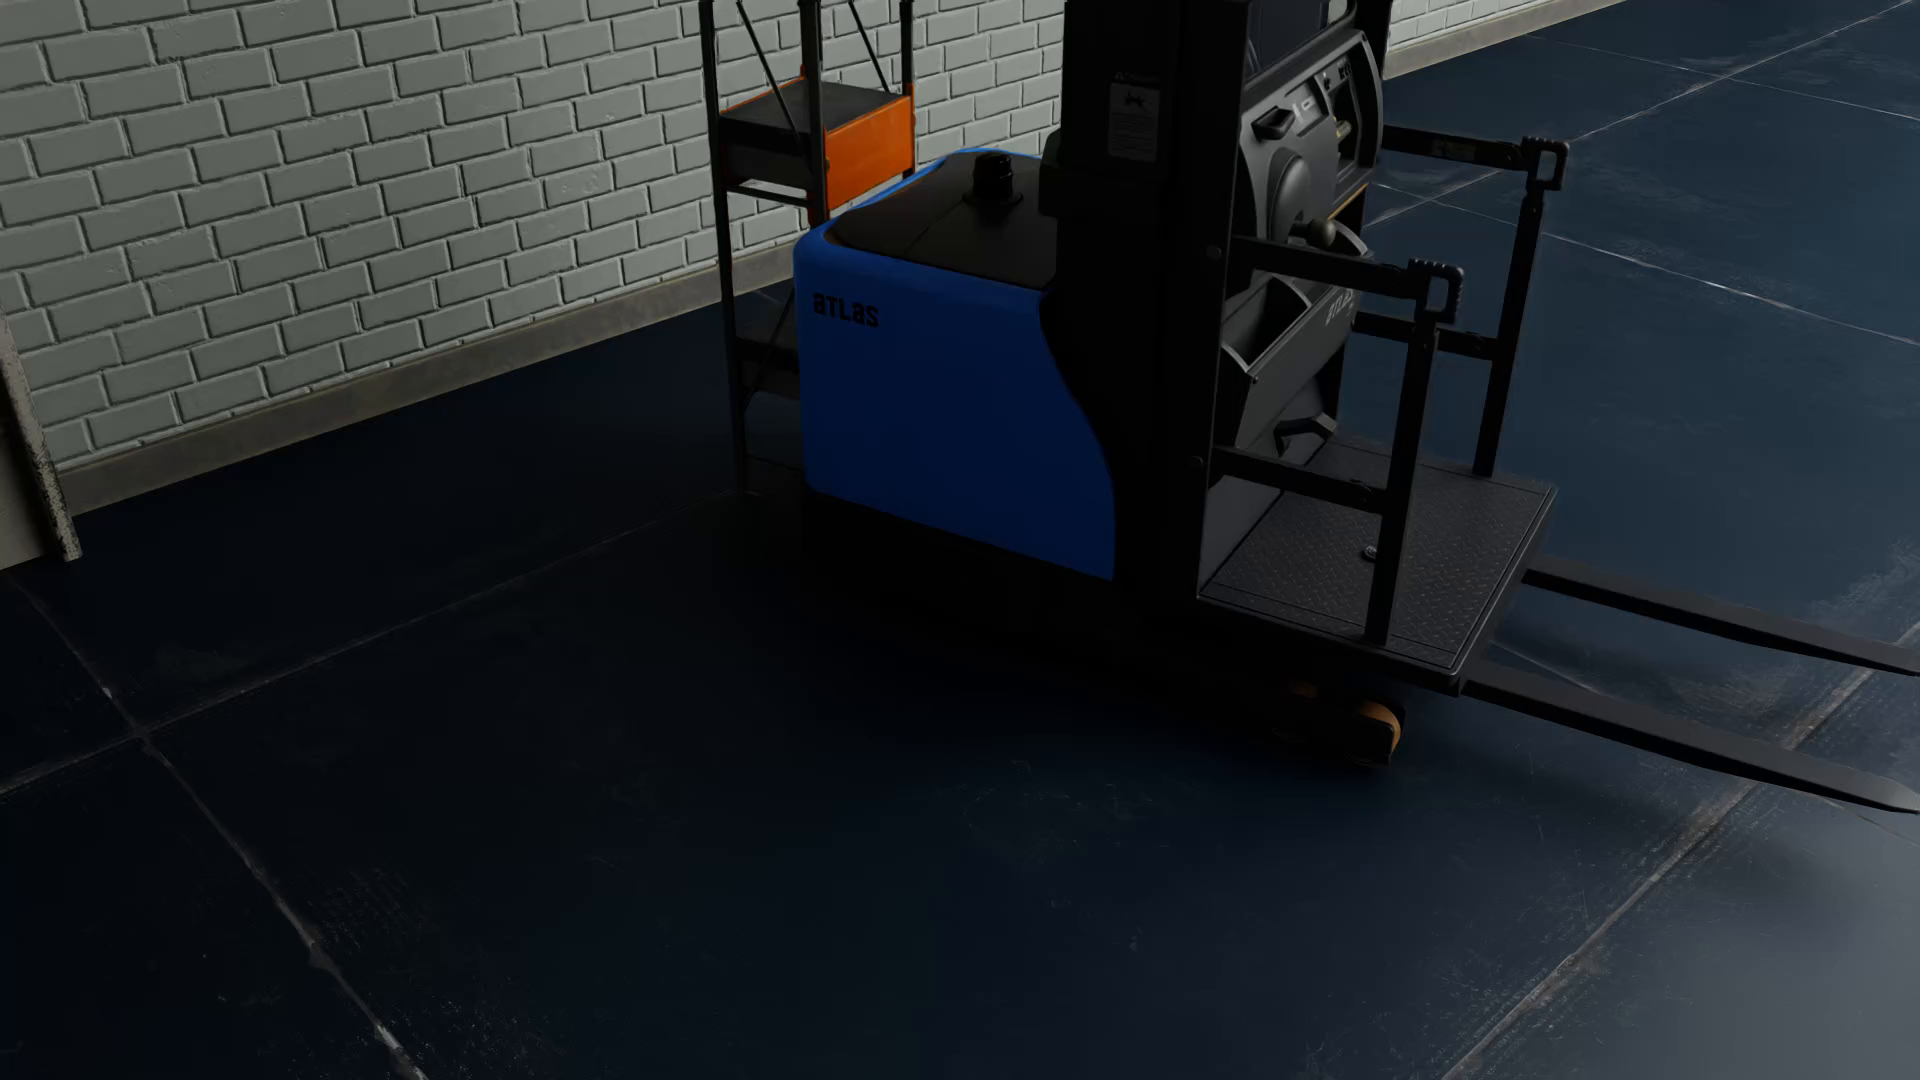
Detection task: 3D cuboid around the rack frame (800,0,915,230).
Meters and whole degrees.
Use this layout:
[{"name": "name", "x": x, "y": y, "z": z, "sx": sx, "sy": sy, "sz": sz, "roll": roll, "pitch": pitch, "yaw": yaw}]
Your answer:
[{"name": "rack frame", "x": -0.316, "y": -1.225, "z": 5.241, "sx": 0.400, "sy": 2.100, "sz": 0.015, "roll": 17, "pitch": 35, "yaw": 25}]

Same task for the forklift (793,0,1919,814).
[{"name": "forklift", "x": 1.058, "y": -0.984, "z": 4.050, "sx": 3.031, "sy": 2.935, "sz": 1.130, "roll": 17, "pitch": 35, "yaw": 25}]

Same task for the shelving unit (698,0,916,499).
[{"name": "shelving unit", "x": -0.438, "y": -1.115, "z": 5.061, "sx": 0.431, "sy": 2.100, "sz": 0.503, "roll": 17, "pitch": 35, "yaw": 25}]

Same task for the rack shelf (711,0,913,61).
[{"name": "rack shelf", "x": -0.438, "y": -1.701, "z": 4.703, "sx": 0.431, "sy": 0.518, "sz": 0.480, "roll": 17, "pitch": 35, "yaw": 25}]

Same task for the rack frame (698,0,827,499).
[{"name": "rack frame", "x": -0.561, "y": -1.005, "z": 4.881, "sx": 0.400, "sy": 2.100, "sz": 0.015, "roll": 17, "pitch": 35, "yaw": 25}]

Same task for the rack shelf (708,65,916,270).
[{"name": "rack shelf", "x": -0.438, "y": -1.103, "z": 5.068, "sx": 0.431, "sy": 0.518, "sz": 0.480, "roll": 17, "pitch": 35, "yaw": 25}]

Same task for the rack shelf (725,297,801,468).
[{"name": "rack shelf", "x": -0.438, "y": -0.506, "z": 5.433, "sx": 0.431, "sy": 0.518, "sz": 0.480, "roll": 17, "pitch": 35, "yaw": 25}]

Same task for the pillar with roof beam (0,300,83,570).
[{"name": "pillar with roof beam", "x": -0.048, "y": -2.132, "z": 0.110, "sx": 0.400, "sy": 9.000, "sz": 9.100, "roll": -26, "pitch": 40, "yaw": -35}]
